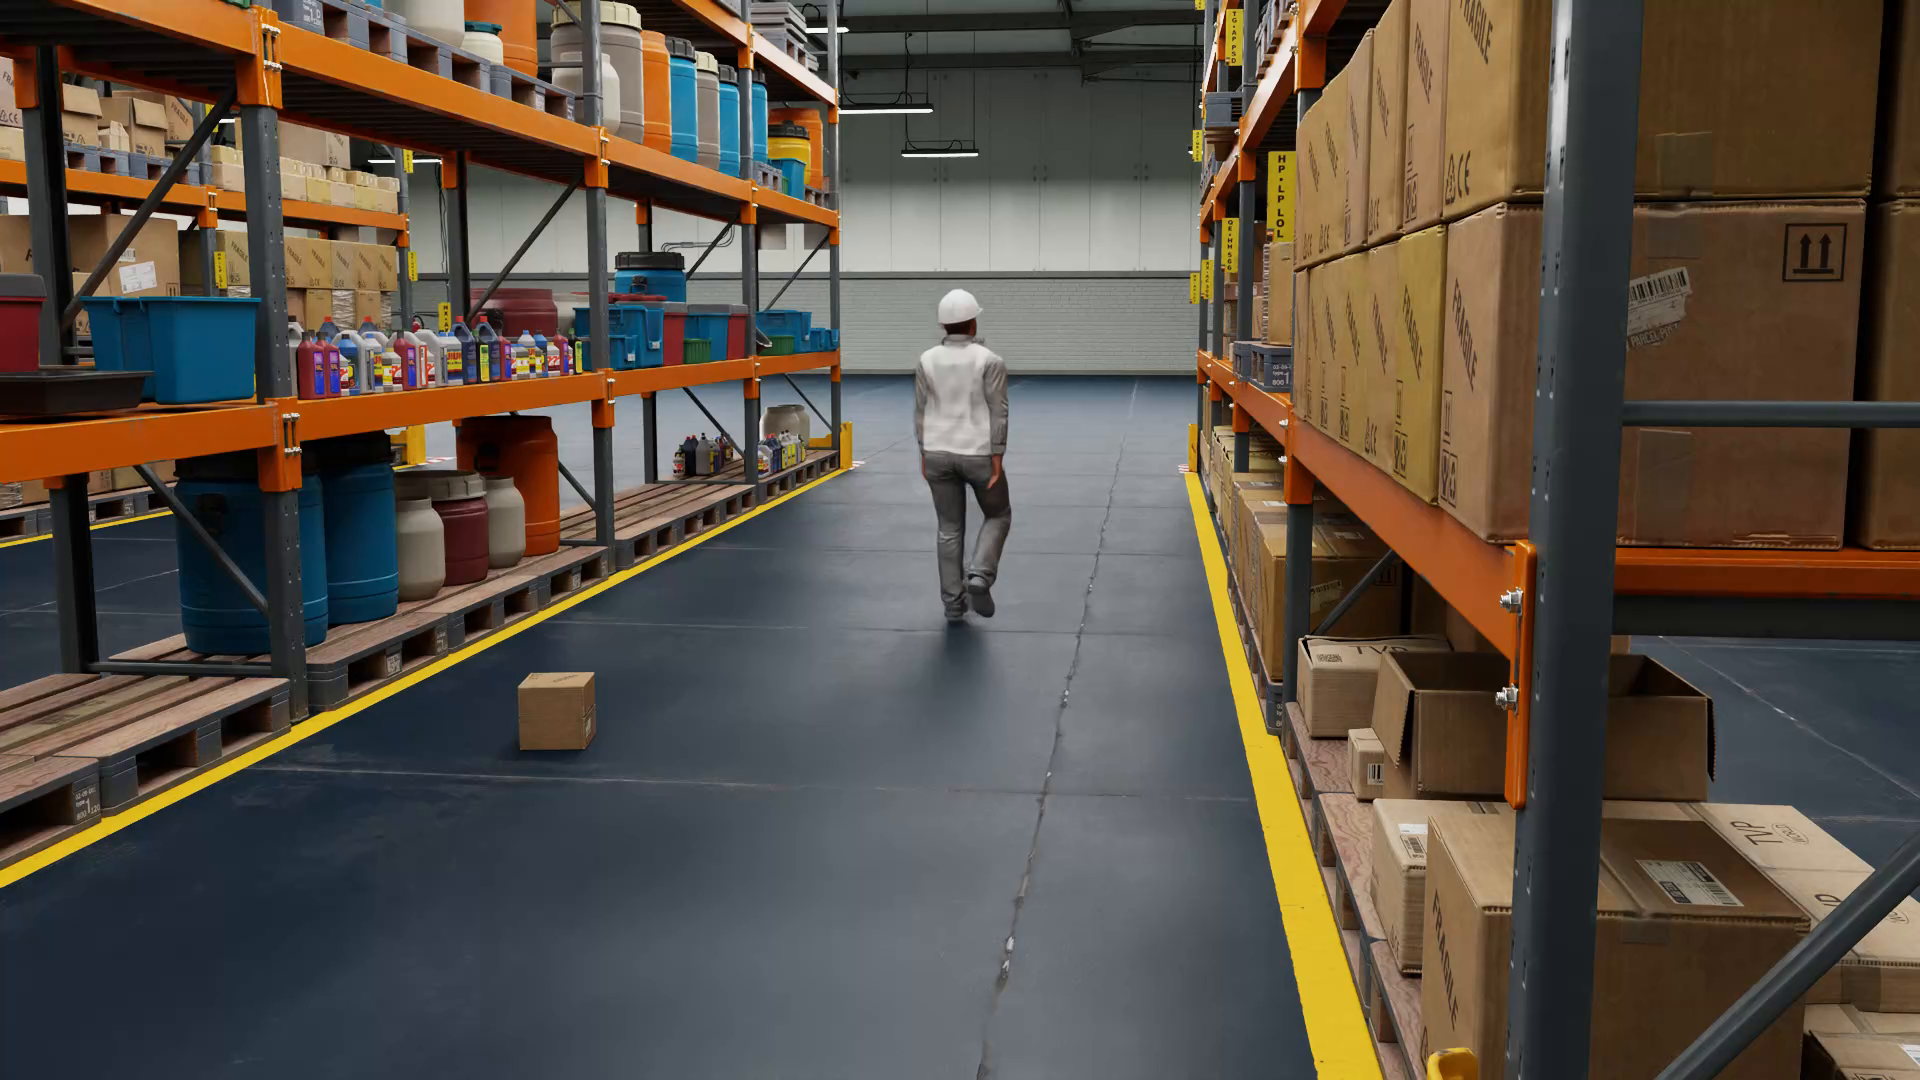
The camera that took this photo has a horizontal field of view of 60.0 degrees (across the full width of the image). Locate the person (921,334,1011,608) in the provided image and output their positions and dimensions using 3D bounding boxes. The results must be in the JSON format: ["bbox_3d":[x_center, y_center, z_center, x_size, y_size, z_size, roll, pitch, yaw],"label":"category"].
[{"bbox_3d":[0.028,-0.381,9.065,0.453,1.472,0.456,2,8,15],"label":"person"}]
